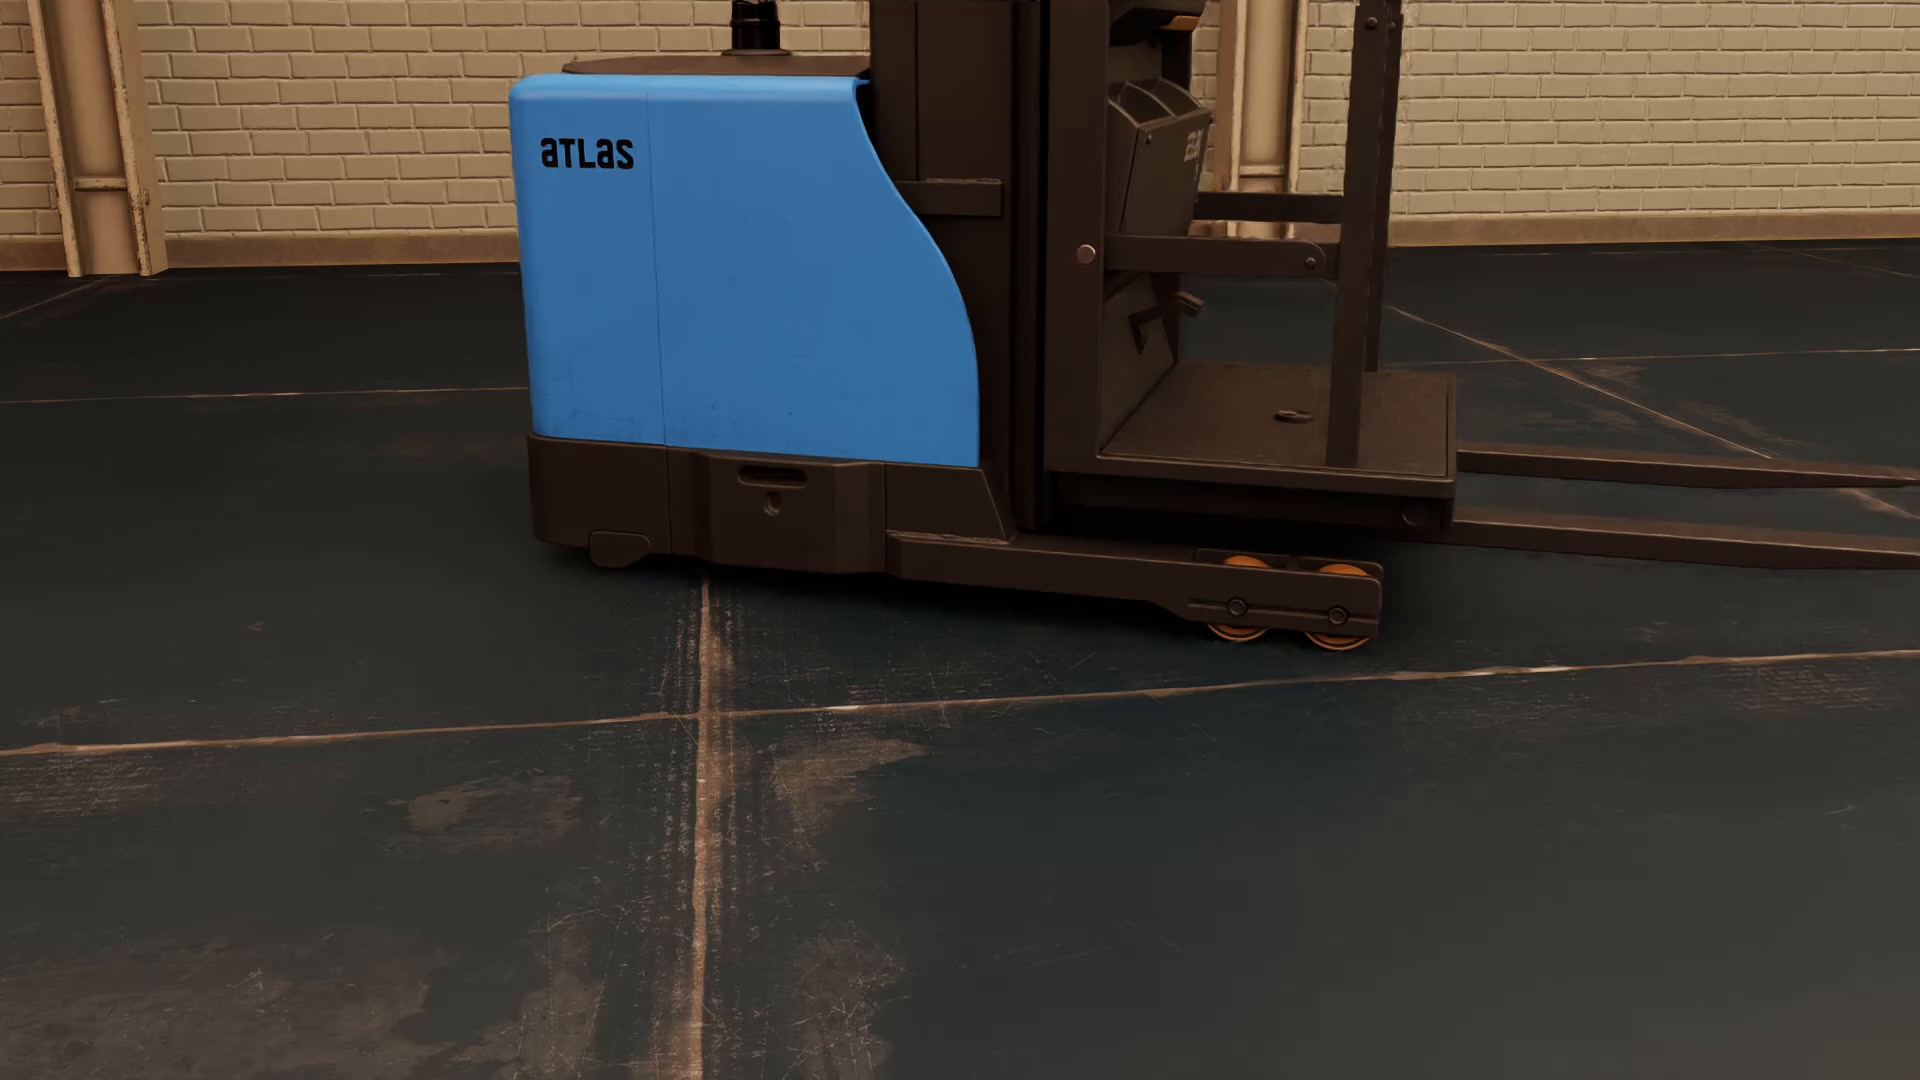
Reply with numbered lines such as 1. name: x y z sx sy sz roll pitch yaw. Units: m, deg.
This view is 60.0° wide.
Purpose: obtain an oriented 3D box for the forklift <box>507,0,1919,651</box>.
1. forklift: 0.610 -1.358 3.392 3.031 2.935 1.130 5 17 15
